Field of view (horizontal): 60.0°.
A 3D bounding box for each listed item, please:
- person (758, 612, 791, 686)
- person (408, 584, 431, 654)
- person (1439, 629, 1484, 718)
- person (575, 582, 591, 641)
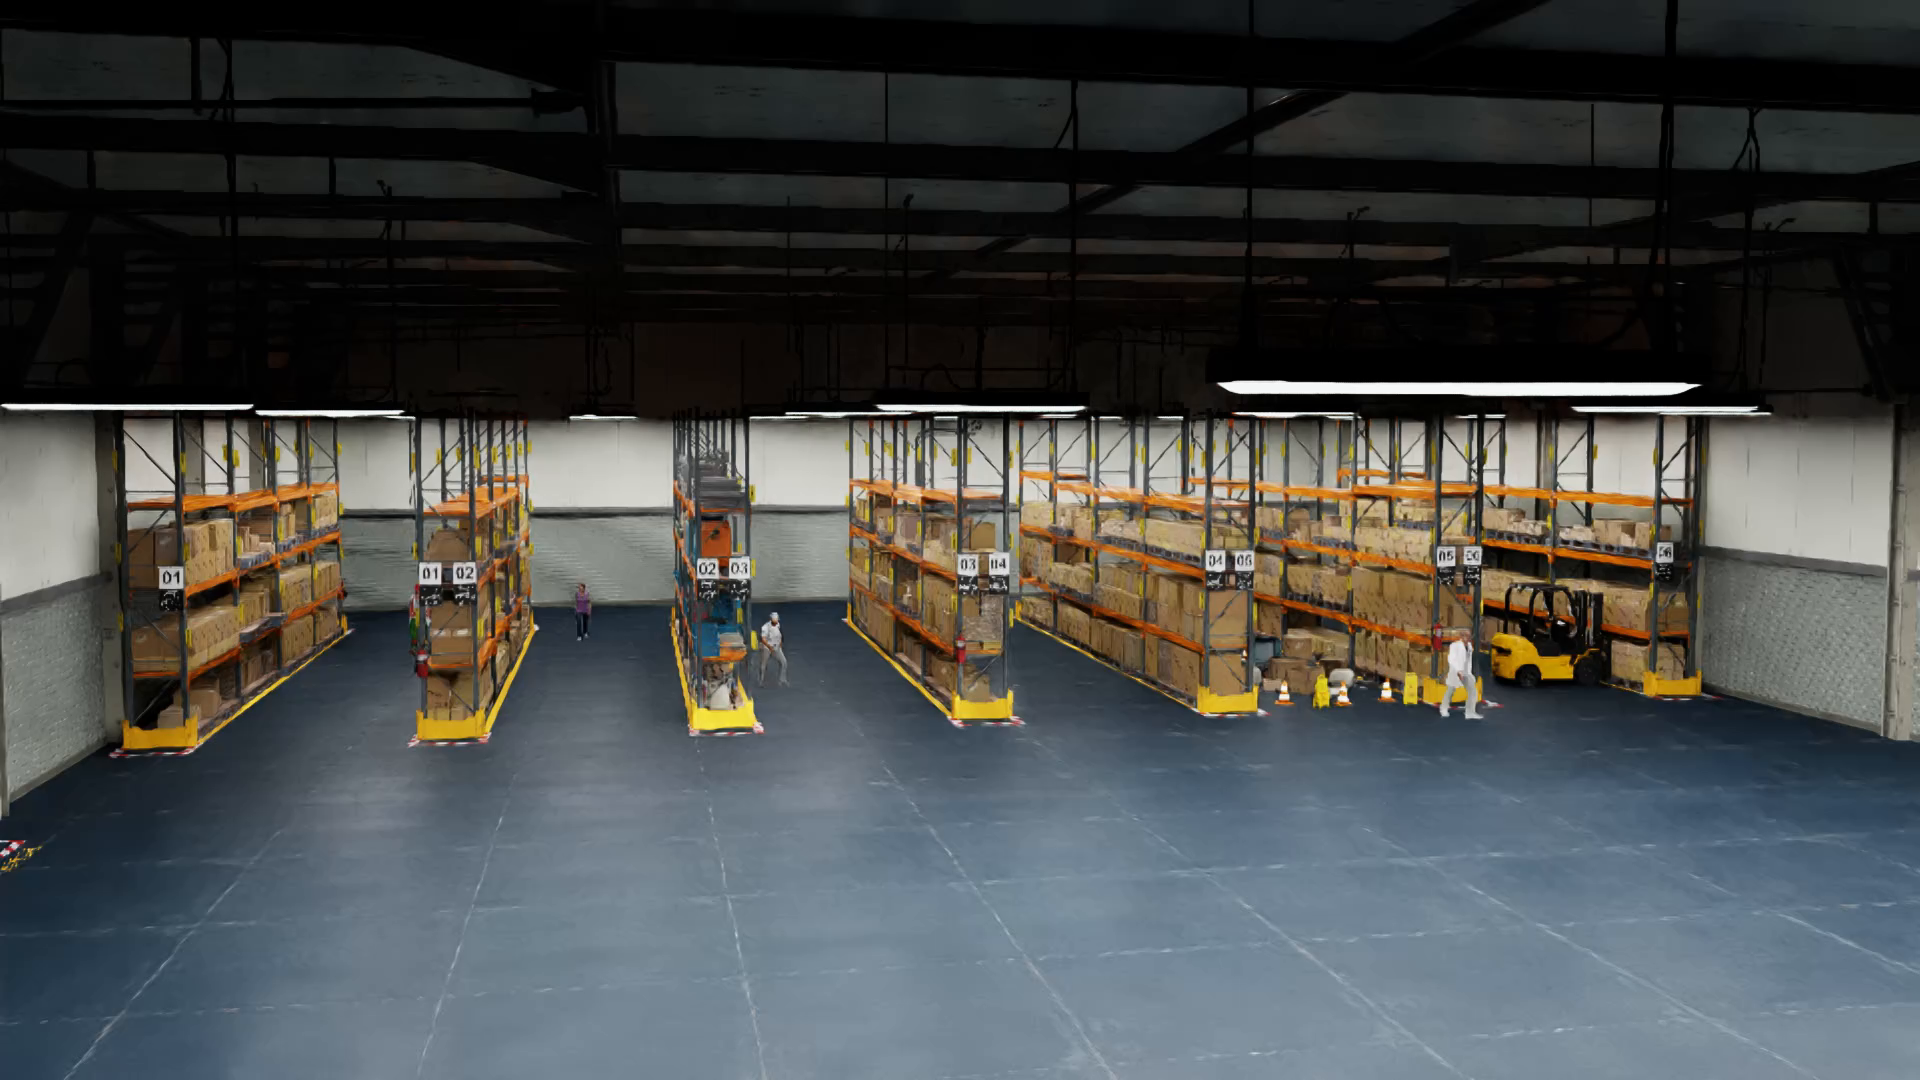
[{"bbox_3d":[-4.079,2.355,36.032,0.610,1.616,0.692,-3,5,-36],"label":"person"},{"bbox_3d":[-13.404,1.924,41.222,0.550,1.708,1.128,-1,4,-13],"label":"person"},{"bbox_3d":[9.652,2.565,32.151,0.724,1.732,0.829,-2,4,-25],"label":"person"},{"bbox_3d":[-9.881,1.854,43.619,0.417,1.525,1.034,-1,4,-12],"label":"person"}]
